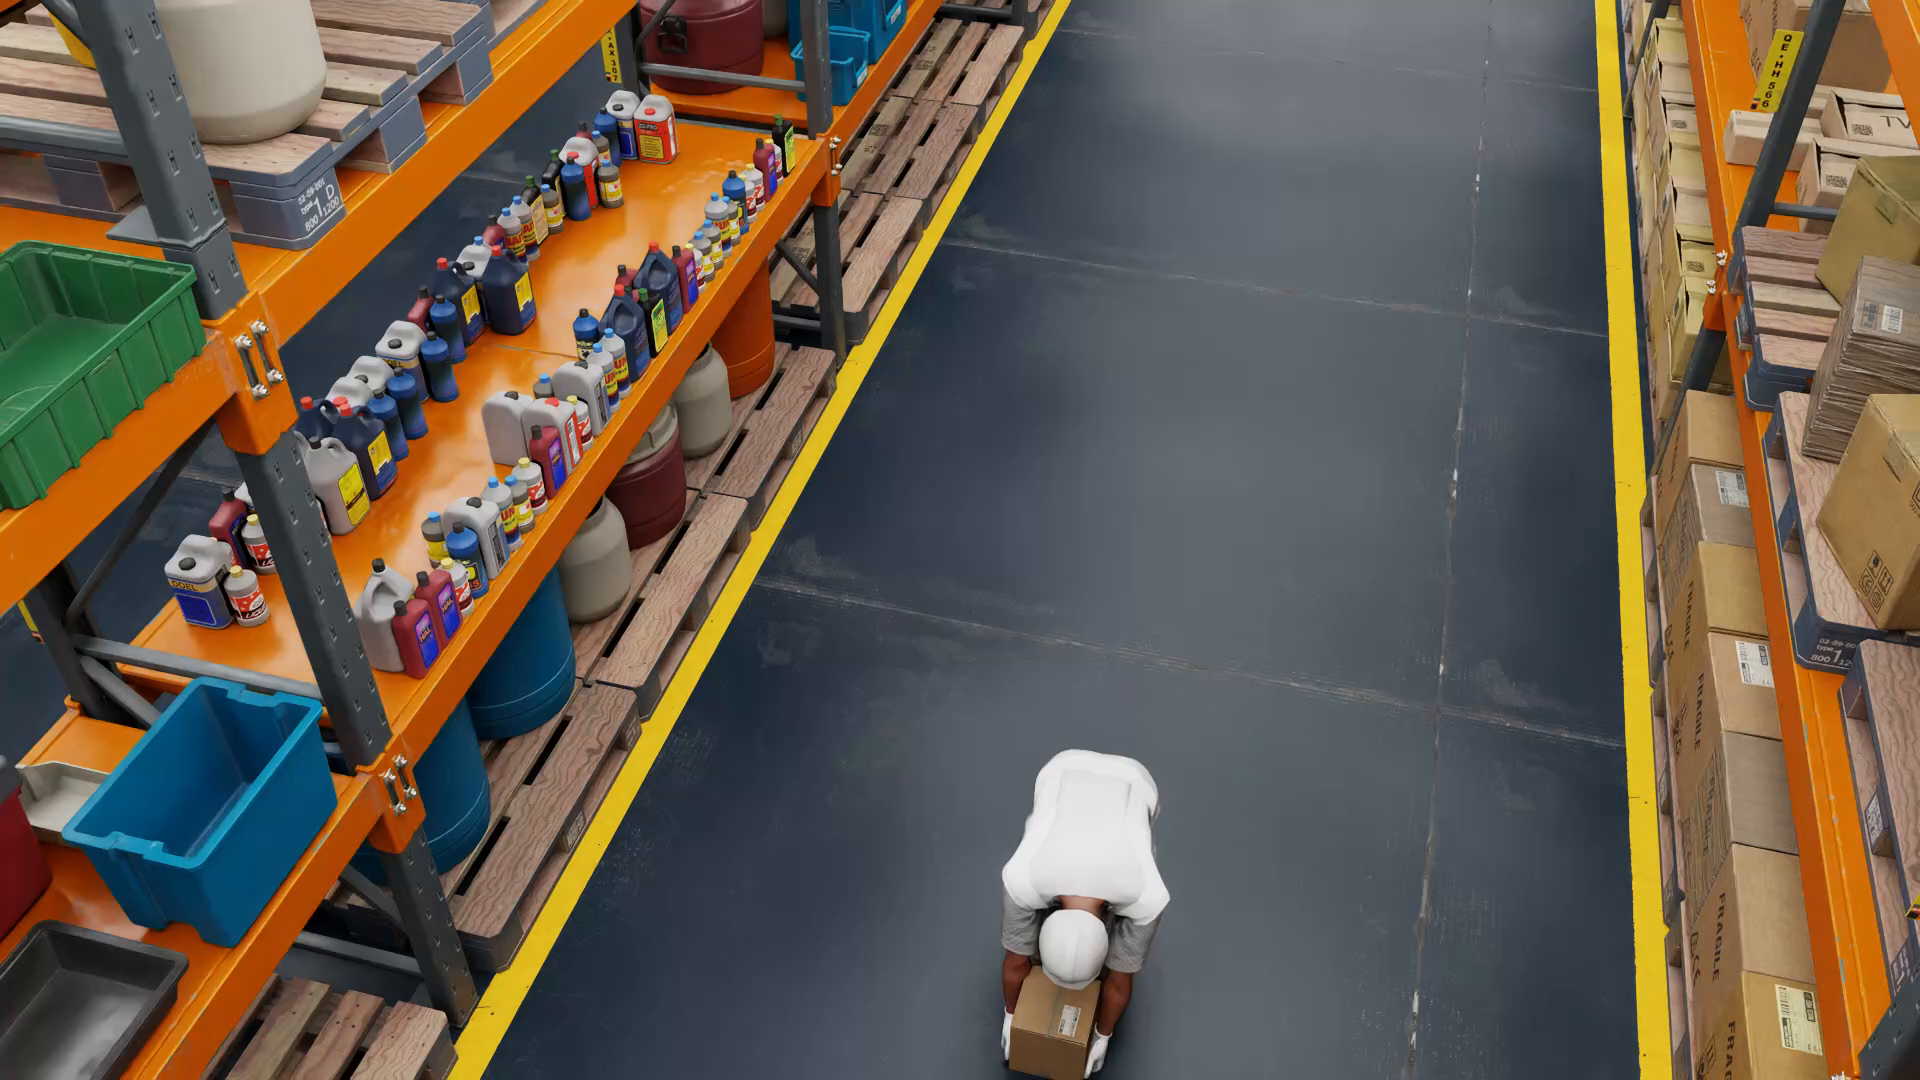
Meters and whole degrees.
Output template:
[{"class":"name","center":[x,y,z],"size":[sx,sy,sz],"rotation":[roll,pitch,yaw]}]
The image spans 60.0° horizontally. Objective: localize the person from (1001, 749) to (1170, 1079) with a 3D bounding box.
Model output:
[{"class":"person","center":[0.423,1.207,5.523],"size":[0.543,0.802,0.979],"rotation":[9,41,10]}]
